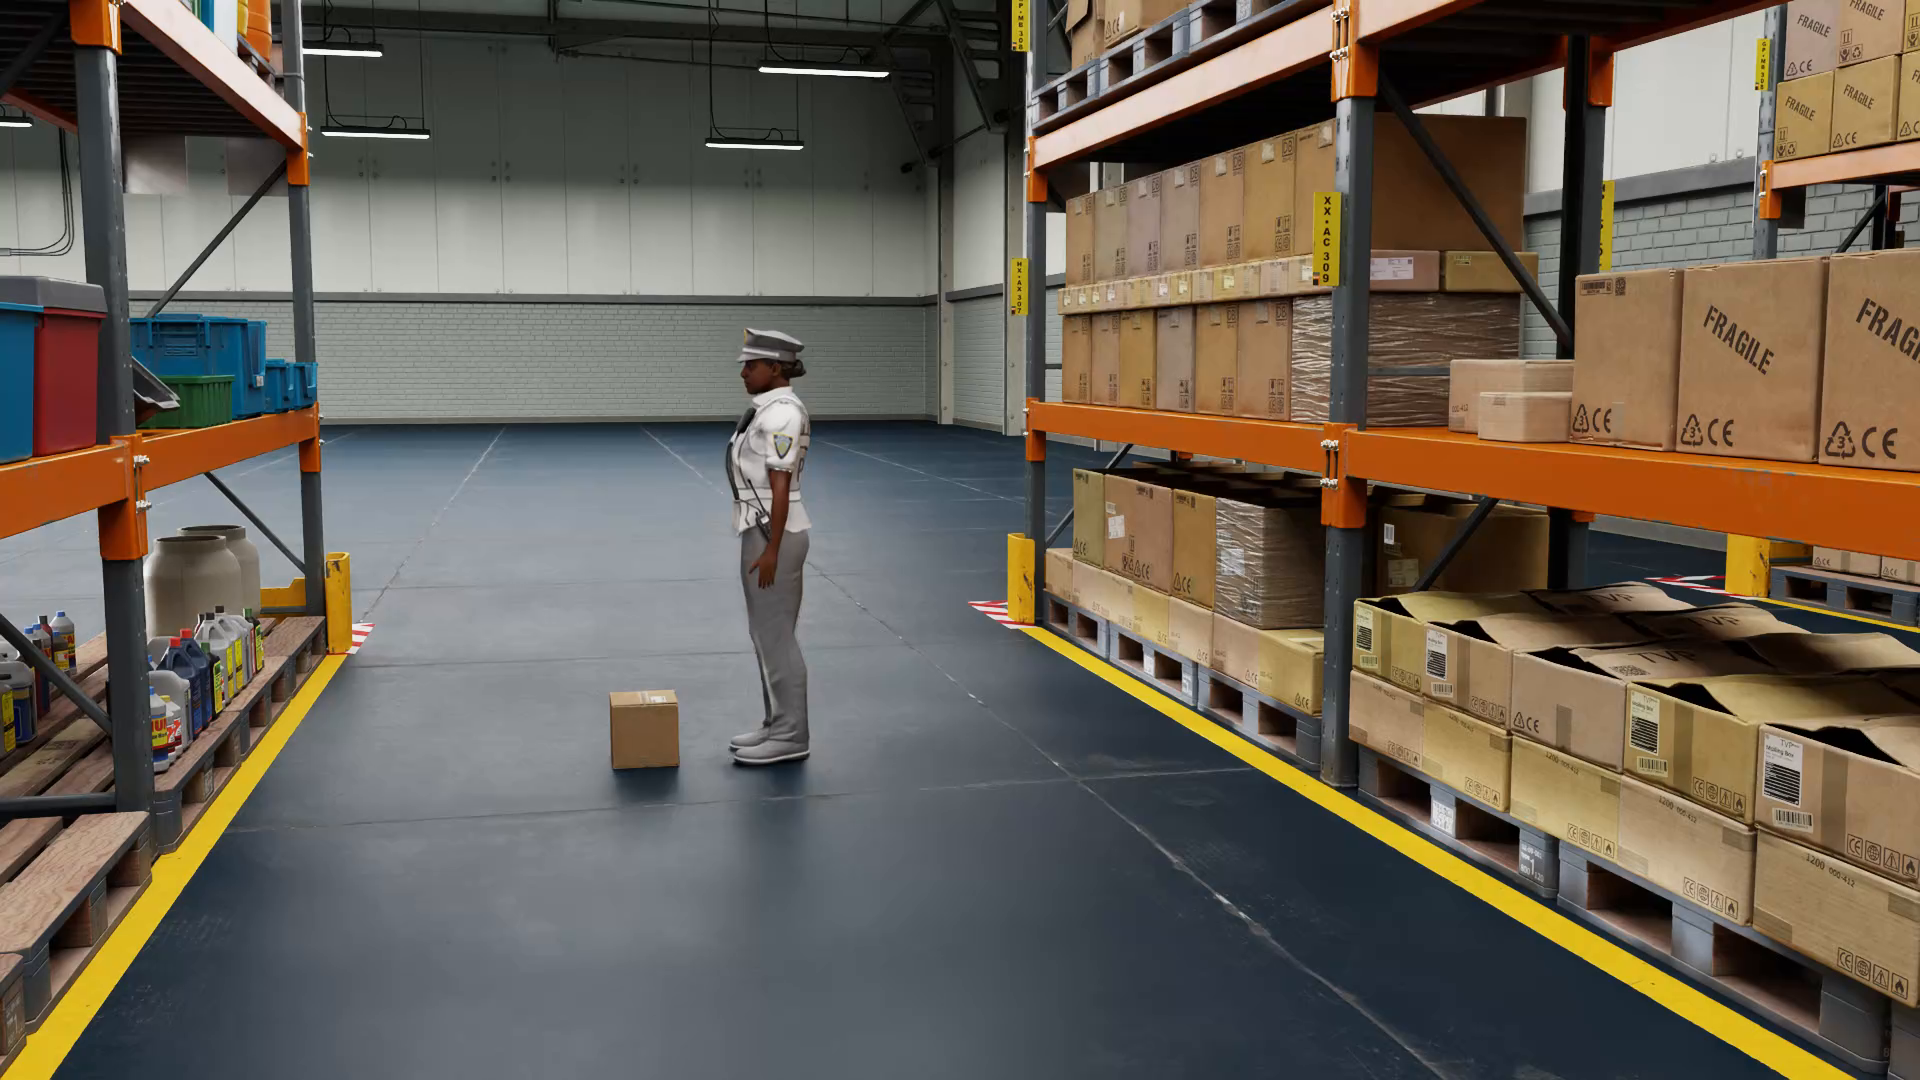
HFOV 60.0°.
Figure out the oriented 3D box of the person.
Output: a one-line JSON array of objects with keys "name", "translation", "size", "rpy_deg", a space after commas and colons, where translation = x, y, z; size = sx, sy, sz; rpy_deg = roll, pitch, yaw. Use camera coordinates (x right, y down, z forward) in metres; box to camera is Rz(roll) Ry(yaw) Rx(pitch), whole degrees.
[{"name": "person", "translation": [-0.747, 0.017, 6.473], "size": [0.339, 1.678, 0.436], "rpy_deg": [-1, 6, -12]}]
